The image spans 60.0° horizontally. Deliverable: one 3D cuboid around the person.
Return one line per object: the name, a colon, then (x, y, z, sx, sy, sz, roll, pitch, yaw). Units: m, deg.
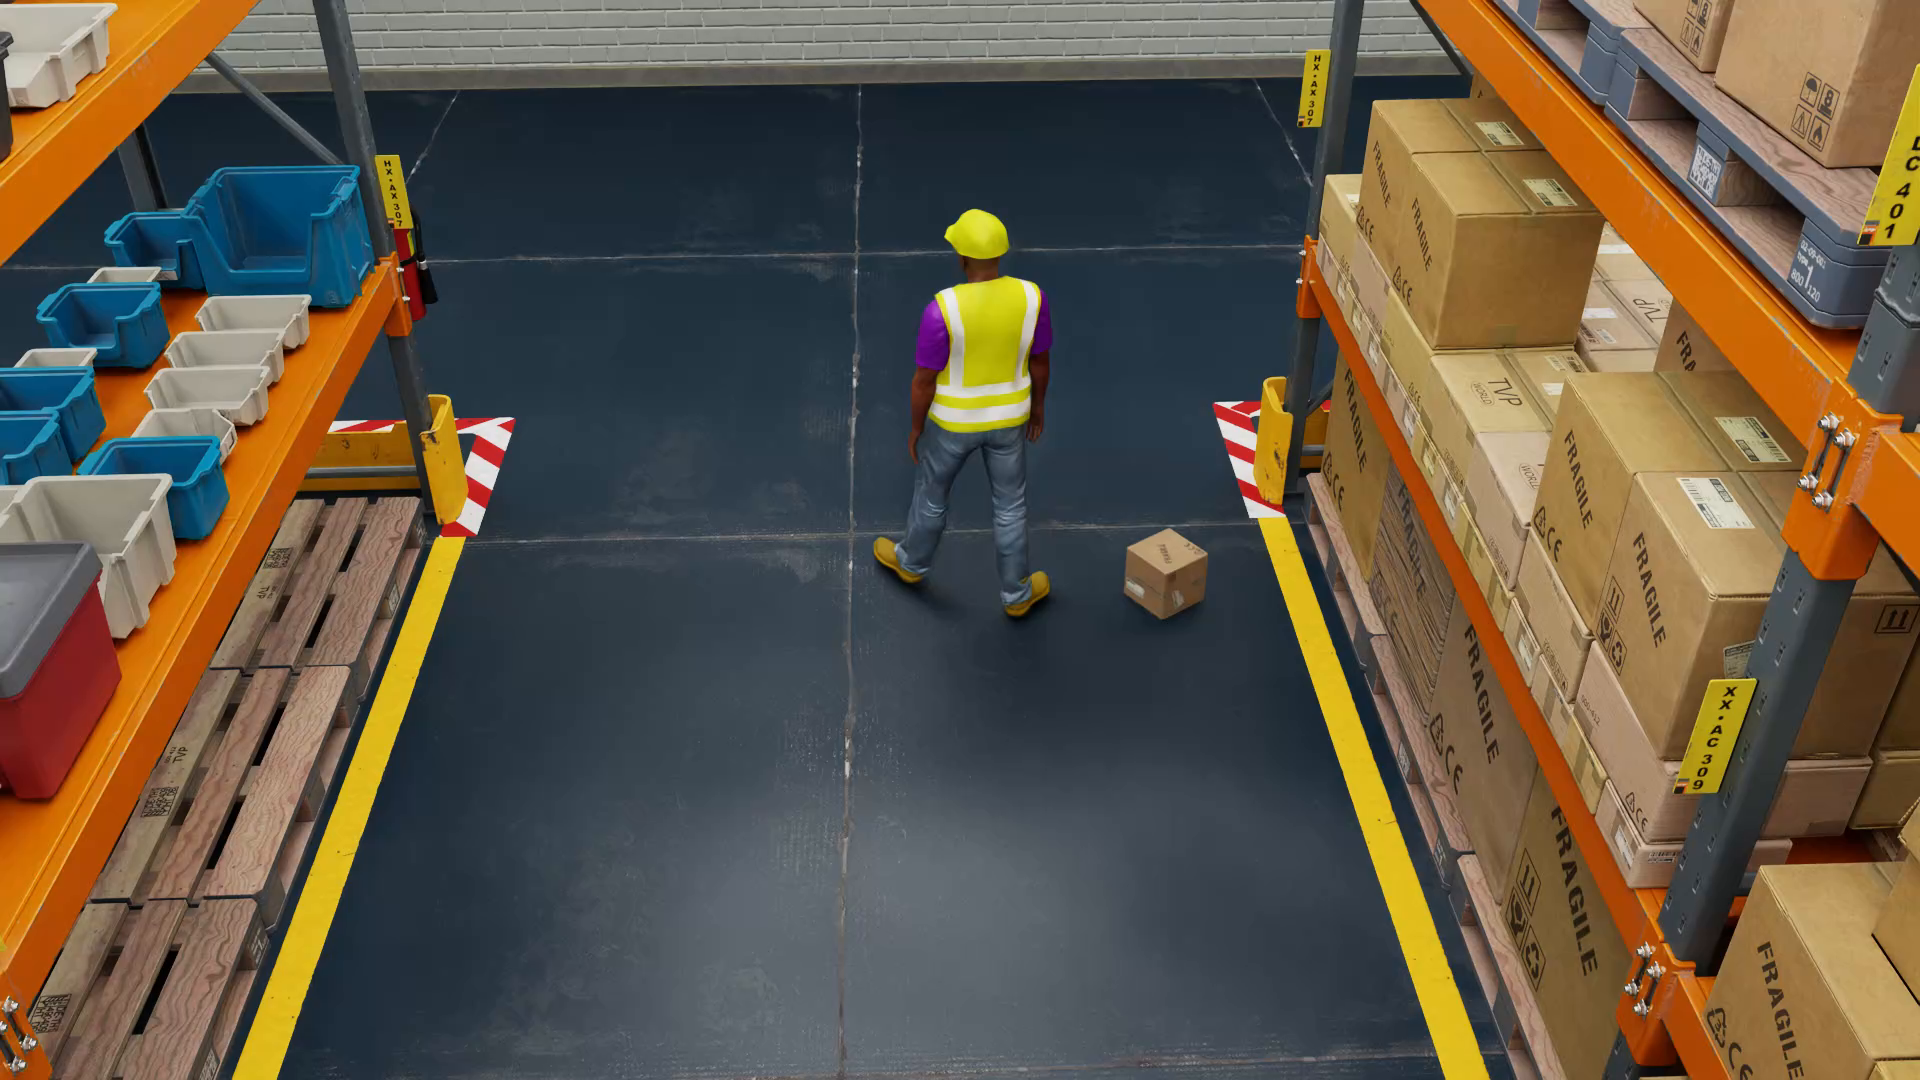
person: (0.019, -0.531, 6.846, 0.700, 1.749, 0.646, -9, 36, -13)
